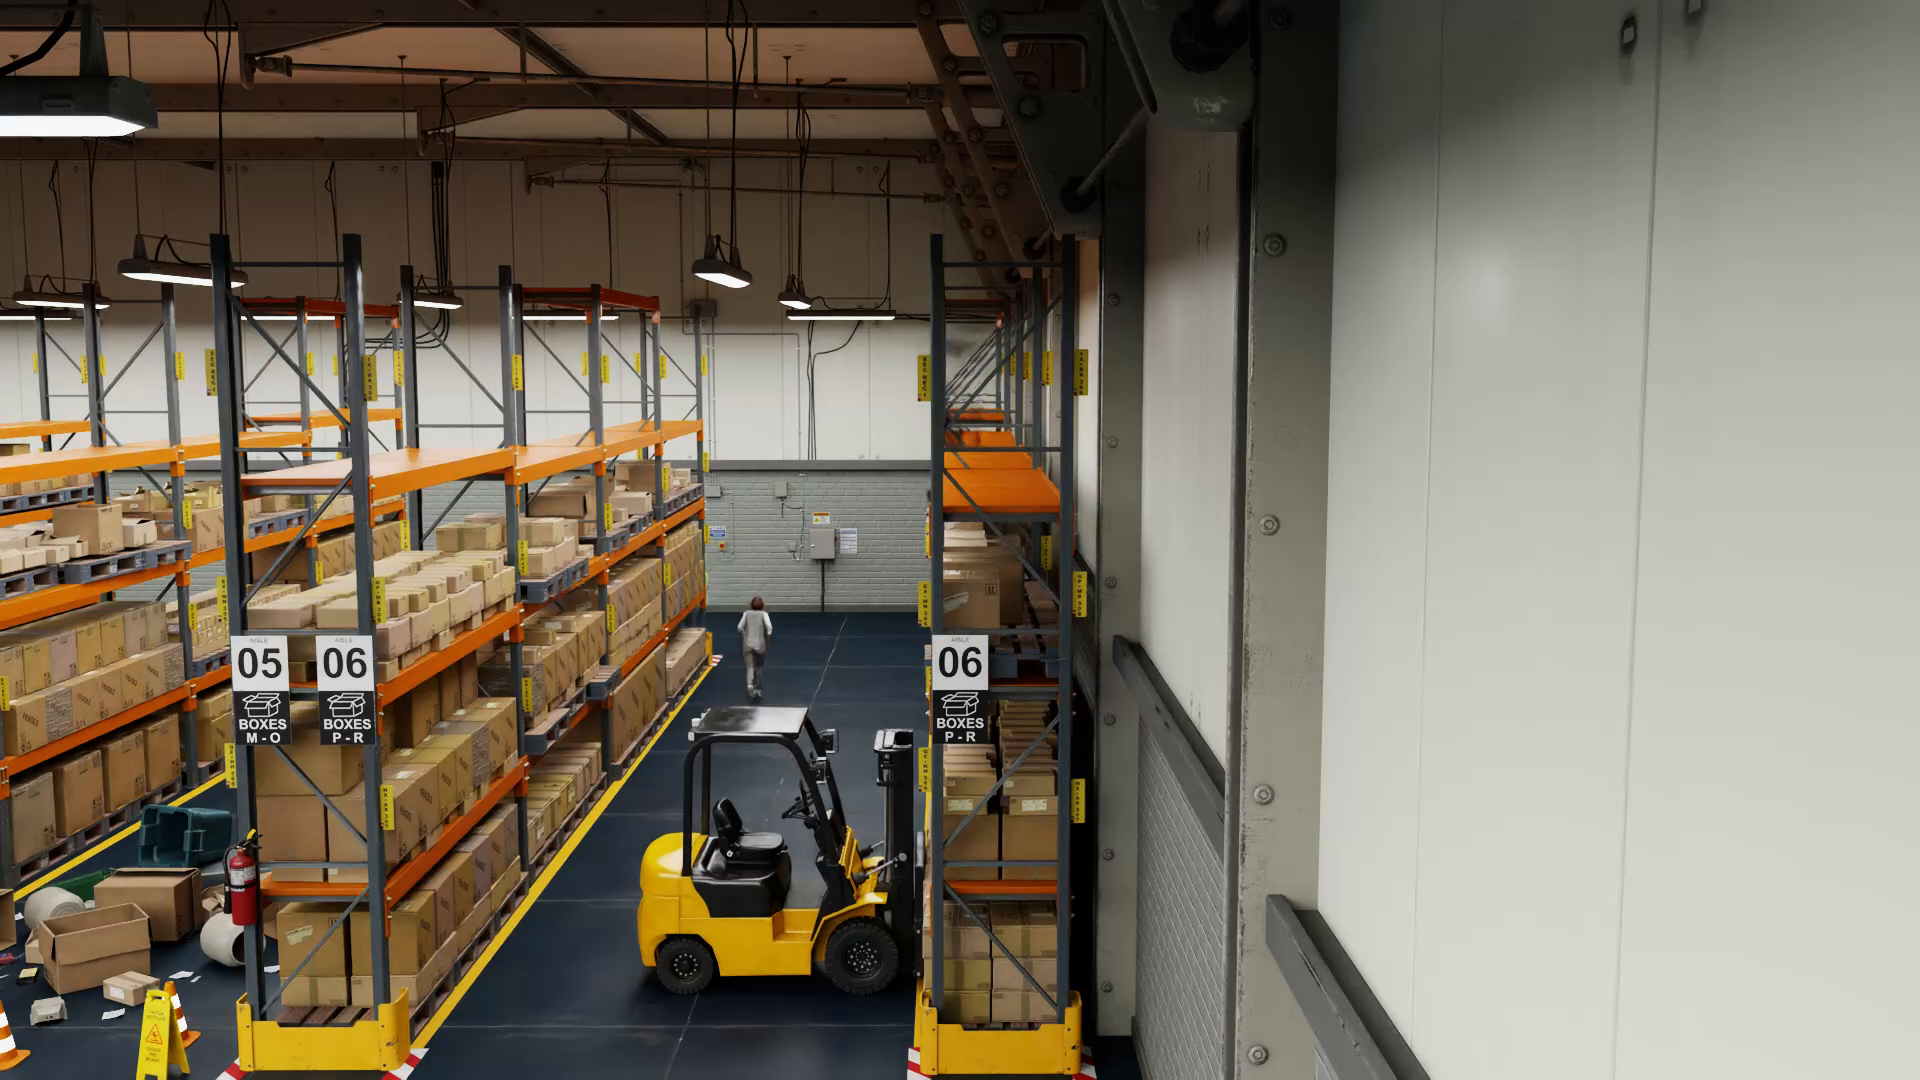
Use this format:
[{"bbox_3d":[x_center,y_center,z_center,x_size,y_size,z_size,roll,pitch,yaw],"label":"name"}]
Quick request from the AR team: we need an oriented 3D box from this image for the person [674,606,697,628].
[{"bbox_3d":[-4.769,1.119,28.830,0.751,1.716,0.723,1,6,5],"label":"person"}]

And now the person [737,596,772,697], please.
[{"bbox_3d":[-3.061,1.653,24.820,0.539,1.585,1.002,0,6,-1],"label":"person"}]
